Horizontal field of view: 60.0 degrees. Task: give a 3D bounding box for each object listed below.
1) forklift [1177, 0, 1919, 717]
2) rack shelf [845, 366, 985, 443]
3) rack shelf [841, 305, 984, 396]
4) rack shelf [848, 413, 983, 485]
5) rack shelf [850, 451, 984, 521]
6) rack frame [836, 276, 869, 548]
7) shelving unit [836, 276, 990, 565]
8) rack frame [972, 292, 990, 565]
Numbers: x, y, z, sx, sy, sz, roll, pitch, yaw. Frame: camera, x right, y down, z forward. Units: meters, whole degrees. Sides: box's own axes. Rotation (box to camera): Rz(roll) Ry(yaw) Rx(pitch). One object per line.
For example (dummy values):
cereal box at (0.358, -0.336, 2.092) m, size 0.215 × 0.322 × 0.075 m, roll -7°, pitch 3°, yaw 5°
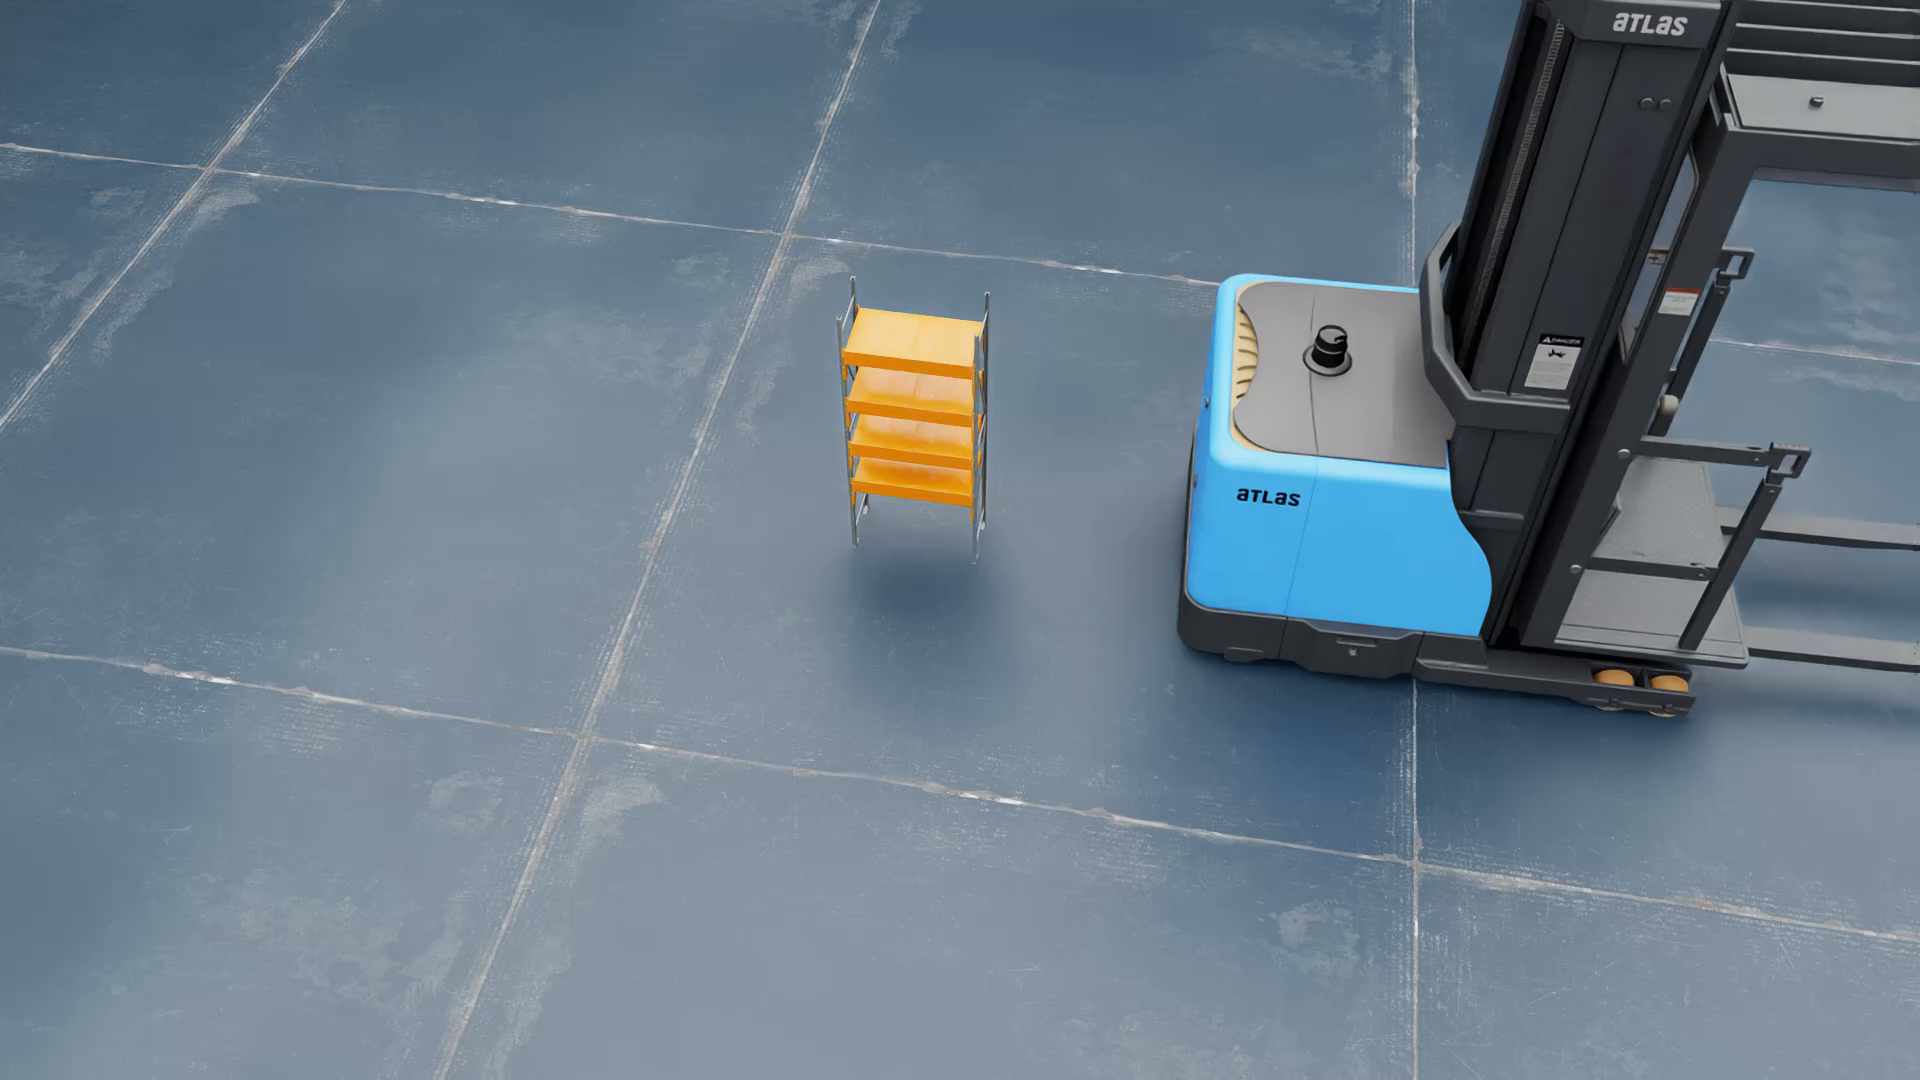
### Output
forklift at (2.386, -0.753, 5.428) m, size 3.031 × 2.935 × 1.130 m, roll 6°, pitch 48°, yaw 5°
rack shelf at (-0.163, -0.527, 6.179) m, size 0.480 × 0.148 × 0.258 m, roll 8°, pitch 49°, yaw 7°
rack shelf at (-0.163, -0.686, 6.003) m, size 0.480 × 0.148 × 0.258 m, roll 8°, pitch 49°, yaw 7°
rack shelf at (-0.163, -0.378, 6.345) m, size 0.480 × 0.148 × 0.258 m, roll 8°, pitch 49°, yaw 7°
rack shelf at (-0.163, -0.245, 6.493) m, size 0.480 × 0.148 × 0.258 m, roll 8°, pitch 49°, yaw 7°
rack frame at (-0.403, -0.455, 6.324) m, size 0.015 × 1.200 × 0.240 m, roll 8°, pitch 49°, yaw 7°
shelving unit at (-0.163, -0.423, 6.295) m, size 0.503 × 1.200 × 0.258 m, roll 8°, pitch 49°, yaw 7°
rack frame at (0.077, -0.391, 6.266) m, size 0.015 × 1.200 × 0.240 m, roll 8°, pitch 49°, yaw 7°
